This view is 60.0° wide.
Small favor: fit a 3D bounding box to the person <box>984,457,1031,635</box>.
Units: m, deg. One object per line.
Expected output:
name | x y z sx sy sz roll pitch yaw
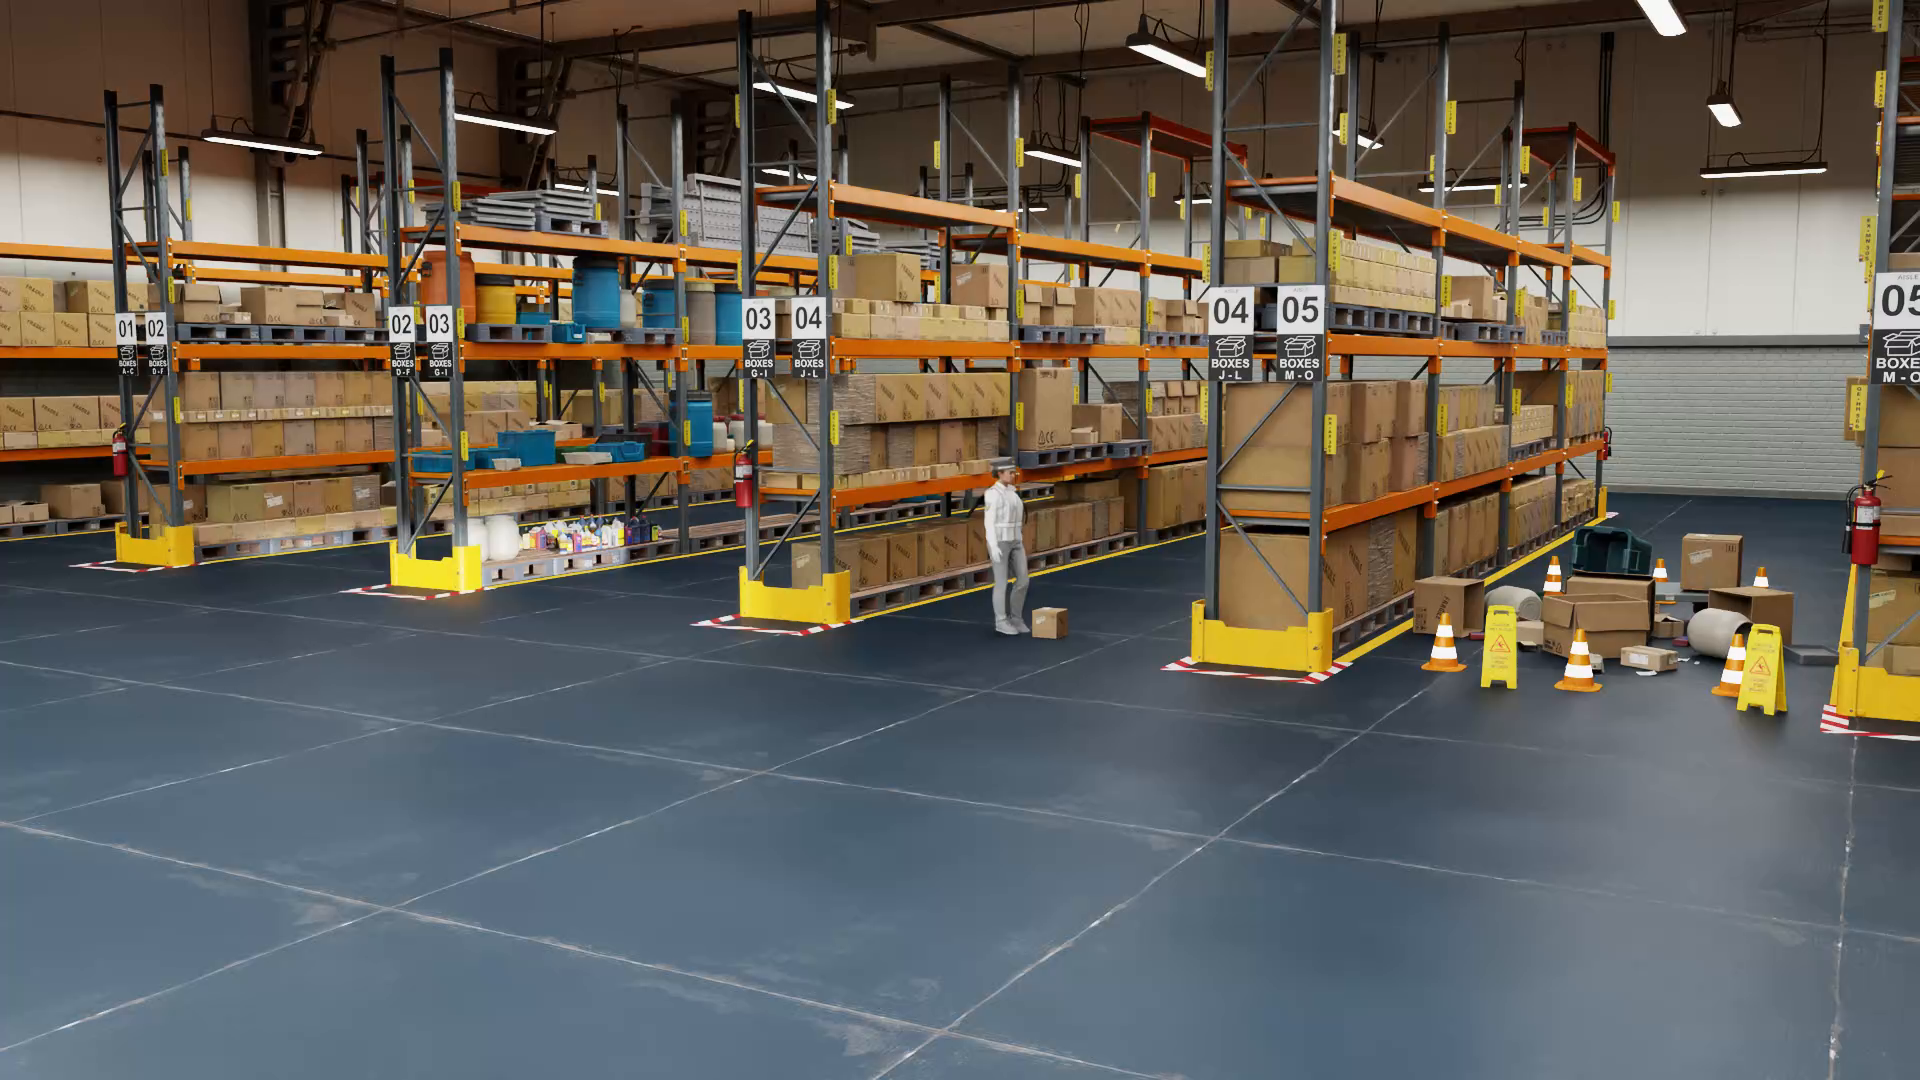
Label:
person | 0.441 0.076 15.811 0.367 1.732 0.540 5 8 40
